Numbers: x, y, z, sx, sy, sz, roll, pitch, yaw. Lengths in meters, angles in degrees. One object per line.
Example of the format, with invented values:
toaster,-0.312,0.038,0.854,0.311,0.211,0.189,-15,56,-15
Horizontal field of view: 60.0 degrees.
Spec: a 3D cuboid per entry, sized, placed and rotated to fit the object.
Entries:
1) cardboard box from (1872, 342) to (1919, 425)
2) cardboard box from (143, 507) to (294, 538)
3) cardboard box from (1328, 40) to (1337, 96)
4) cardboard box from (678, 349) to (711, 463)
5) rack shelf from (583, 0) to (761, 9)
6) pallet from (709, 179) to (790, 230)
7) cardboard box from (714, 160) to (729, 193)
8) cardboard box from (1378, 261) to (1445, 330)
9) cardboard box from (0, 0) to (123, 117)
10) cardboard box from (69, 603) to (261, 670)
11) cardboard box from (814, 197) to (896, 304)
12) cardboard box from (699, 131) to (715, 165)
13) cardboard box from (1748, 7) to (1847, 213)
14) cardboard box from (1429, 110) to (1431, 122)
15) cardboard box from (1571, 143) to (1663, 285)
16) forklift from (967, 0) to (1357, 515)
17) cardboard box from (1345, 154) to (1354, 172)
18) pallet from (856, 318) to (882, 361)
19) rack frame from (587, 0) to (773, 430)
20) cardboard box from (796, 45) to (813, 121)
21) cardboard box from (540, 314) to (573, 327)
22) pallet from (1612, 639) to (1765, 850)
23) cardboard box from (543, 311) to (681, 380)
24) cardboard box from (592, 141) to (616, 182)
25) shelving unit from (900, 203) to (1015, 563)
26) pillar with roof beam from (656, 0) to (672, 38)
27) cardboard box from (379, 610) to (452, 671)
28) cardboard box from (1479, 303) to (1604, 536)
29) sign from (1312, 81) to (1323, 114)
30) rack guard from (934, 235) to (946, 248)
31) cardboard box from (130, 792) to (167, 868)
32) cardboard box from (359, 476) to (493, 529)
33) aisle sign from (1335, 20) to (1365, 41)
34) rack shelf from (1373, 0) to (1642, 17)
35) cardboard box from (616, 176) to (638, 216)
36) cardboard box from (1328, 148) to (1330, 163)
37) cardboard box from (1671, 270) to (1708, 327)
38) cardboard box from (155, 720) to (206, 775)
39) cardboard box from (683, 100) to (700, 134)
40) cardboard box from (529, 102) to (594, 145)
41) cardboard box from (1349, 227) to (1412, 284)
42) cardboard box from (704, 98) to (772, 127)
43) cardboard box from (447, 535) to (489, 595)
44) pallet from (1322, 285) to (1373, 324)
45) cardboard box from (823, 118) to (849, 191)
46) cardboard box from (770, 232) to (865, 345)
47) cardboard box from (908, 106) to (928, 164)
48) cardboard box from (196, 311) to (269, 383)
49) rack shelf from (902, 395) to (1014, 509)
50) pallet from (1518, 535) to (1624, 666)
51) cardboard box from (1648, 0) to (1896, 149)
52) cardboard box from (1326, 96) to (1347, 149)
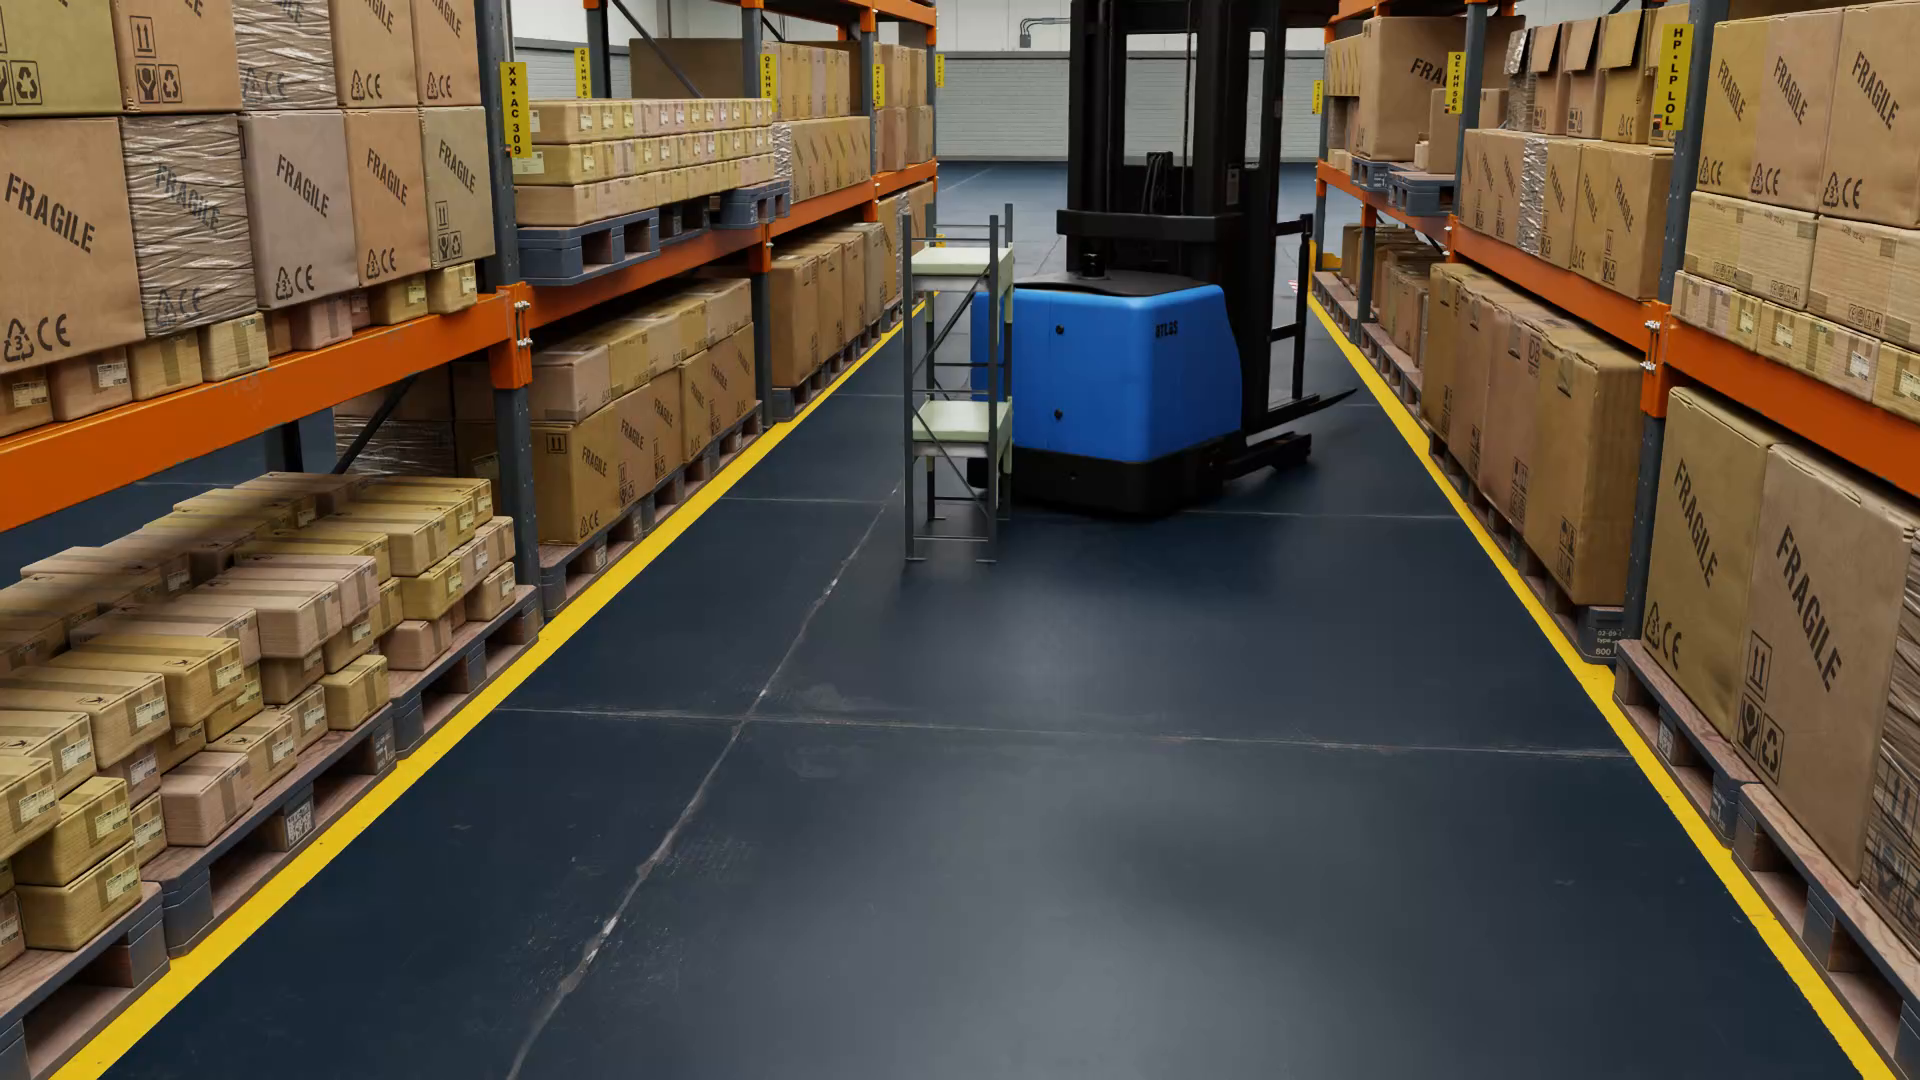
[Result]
cardboard box,2.273,-0.344,3.670,0.380,0.149,0.250,1,15,5
cardboard box,-2.420,-0.003,5.443,0.380,0.149,0.250,1,15,5
cardboard box,3.769,-4.460,15.731,0.500,0.500,0.500,2,15,6
cardboard box,-1.575,-0.692,8.459,0.500,0.500,0.500,1,15,4
rack shelf,-1.880,-2.729,7.638,1.077,0.370,4.000,2,15,6
pallet,-1.629,-1.866,9.184,1.213,0.211,1.003,2,15,6
cardboard box,-1.372,-1.821,8.327,0.380,0.149,0.250,1,15,4
cardboard box,3.623,-1.859,12.735,0.700,0.500,0.500,1,15,2
cardboard box,-2.111,-1.120,3.381,0.500,0.500,0.500,1,15,5
cardboard box,-2.098,0.279,4.402,0.380,0.149,0.250,2,15,6
cardboard box,-1.062,-2.522,14.509,0.875,0.875,0.875,2,15,7
cardboard box,-1.401,-1.895,8.032,0.380,0.149,0.250,2,15,8
cardboard box,2.440,-1.126,4.360,0.500,0.500,0.500,2,15,6
cardboard box,3.610,-2.812,11.312,0.797,0.503,0.637,3,15,12
cardboard box,2.655,-1.243,6.319,0.500,0.500,0.500,2,15,8
forklift,1.302,-1.866,8.948,1.130,2.935,3.031,11,18,34
cardboard box,3.630,-3.343,14.761,0.380,0.149,0.250,2,15,6
pallet,-1.215,-1.636,13.306,1.003,0.211,1.213,2,15,6
rack frame,-1.654,-2.147,9.854,1.000,3.000,0.127,2,15,6
cardboard box,-1.425,-3.190,11.608,0.700,0.500,0.500,2,15,6
cardboard box,-2.156,-0.938,7.933,0.500,0.250,0.500,1,15,4
pallet,2.648,0.604,5.023,1.003,0.211,1.213,2,15,6
cardboard box,-1.640,-0.921,7.870,0.500,0.250,0.500,2,15,8
cardboard box,-1.577,-1.490,6.533,0.380,0.149,0.250,1,15,5
shelving unit,0.001,-0.726,7.473,0.431,1.500,0.755,2,15,6
pillar with roof beam,-3.925,-14.882,45.460,9.100,9.000,0.400,2,15,6
cardboard box,-1.889,0.312,5.420,0.380,0.149,0.250,1,15,4
cardboard box,2.964,-0.512,7.076,1.225,0.875,0.875,1,15,4
sign,3.626,-4.483,16.836,0.100,0.325,0.005,2,15,6
rack guard,-0.749,-3.021,17.876,1.175,0.500,0.348,2,15,6
cardboard box,-2.139,0.708,3.953,0.380,0.149,0.250,2,15,6
cardboard box,-1.887,-0.123,5.887,0.380,0.149,0.250,2,15,8
aisle sign,3.874,-5.329,16.643,0.394,0.787,0.004,2,15,6
rack shelf,3.488,-3.594,10.837,1.077,0.370,4.000,2,15,6
cardboard box,-1.547,-1.416,6.829,0.380,0.149,0.250,2,15,7
cardboard box,3.849,-3.797,16.438,0.380,0.149,0.250,2,15,6
cardboard box,2.447,-0.749,5.165,0.380,0.149,0.250,2,15,6
cardboard box,-2.154,0.488,4.198,0.380,0.149,0.250,2,15,9
cardboard box,-1.432,-1.972,7.744,0.380,0.149,0.250,2,15,8
cardboard box,-1.604,-1.566,6.245,0.380,0.149,0.250,2,15,9
cardboard box,4.045,-2.728,15.987,0.500,0.500,0.500,6,16,21
cardboard box,-1.254,-2.375,9.234,0.380,0.149,0.250,1,15,4
cardboard box,-1.844,0.082,5.698,0.380,0.149,0.250,1,15,4
pallet,3.890,-2.158,15.239,1.003,0.211,1.213,2,15,6
cardboard box,-1.110,-2.827,12.178,0.500,0.500,0.500,2,15,7
cardboard box,-1.296,-1.887,12.399,1.050,0.750,0.750,2,15,6
cardboard box,-0.789,-4.053,16.617,0.875,0.550,0.550,2,15,6
cardboard box,-2.010,-0.499,4.243,0.380,0.149,0.250,2,15,7
rack shelf,0.001,-0.411,7.558,0.431,0.370,0.720,2,15,6
pallet,2.823,0.207,6.492,1.003,0.211,1.213,2,15,6
cardboard box,2.875,-1.635,5.849,0.797,0.503,0.637,1,15,5
cardboard box,4.076,-4.099,16.313,0.875,0.500,0.500,2,15,6
